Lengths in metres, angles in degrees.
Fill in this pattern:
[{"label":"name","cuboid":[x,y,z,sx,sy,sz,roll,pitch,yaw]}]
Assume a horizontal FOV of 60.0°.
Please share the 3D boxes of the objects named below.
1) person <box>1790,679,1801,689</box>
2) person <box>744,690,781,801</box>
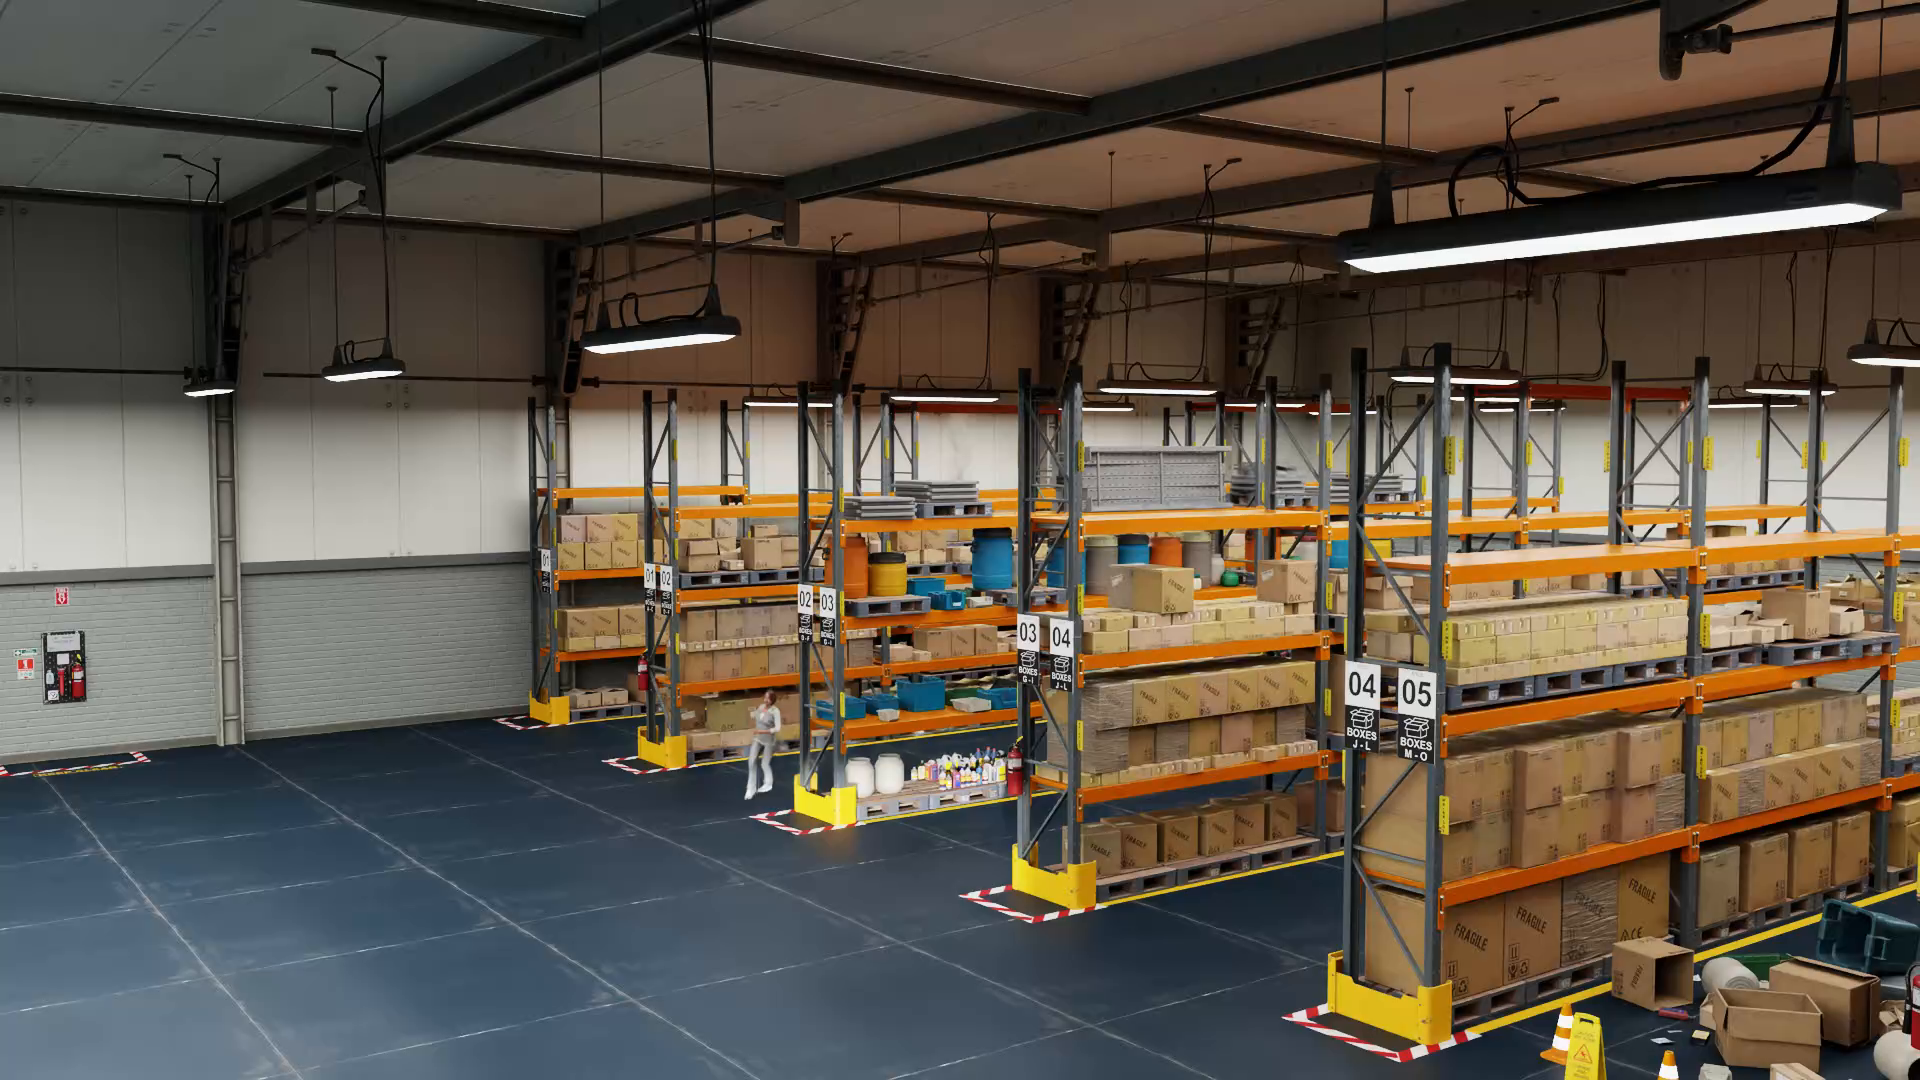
[{"label":"person","cuboid":[12.422,2.863,24.712,0.517,1.572,0.577,-2,4,-33]},{"label":"person","cuboid":[-2.799,2.965,24.068,0.538,1.607,0.632,1,4,21]}]
